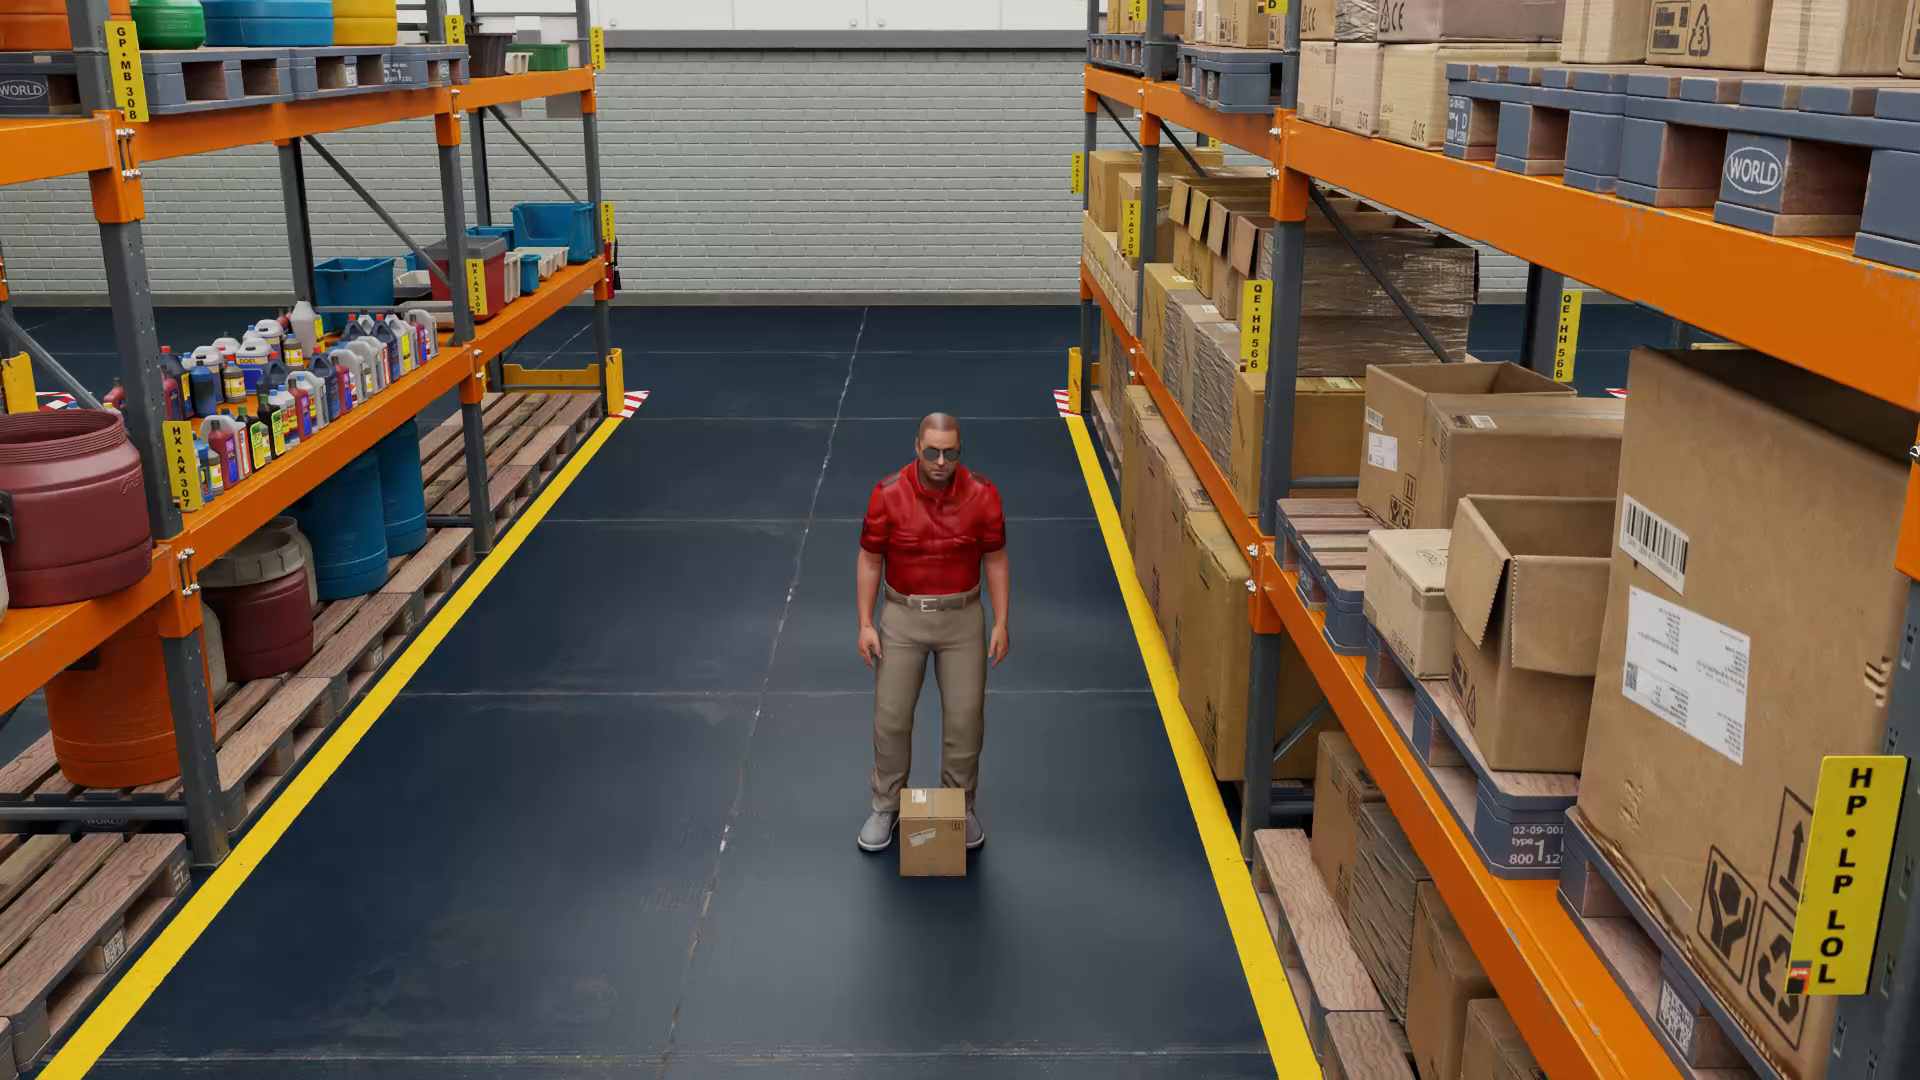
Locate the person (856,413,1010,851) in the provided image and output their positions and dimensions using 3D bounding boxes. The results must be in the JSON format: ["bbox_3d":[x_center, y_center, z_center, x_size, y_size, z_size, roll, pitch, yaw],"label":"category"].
[{"bbox_3d":[-0.108,0.344,6.441,0.604,1.728,0.384,-1,17,-3],"label":"person"}]
